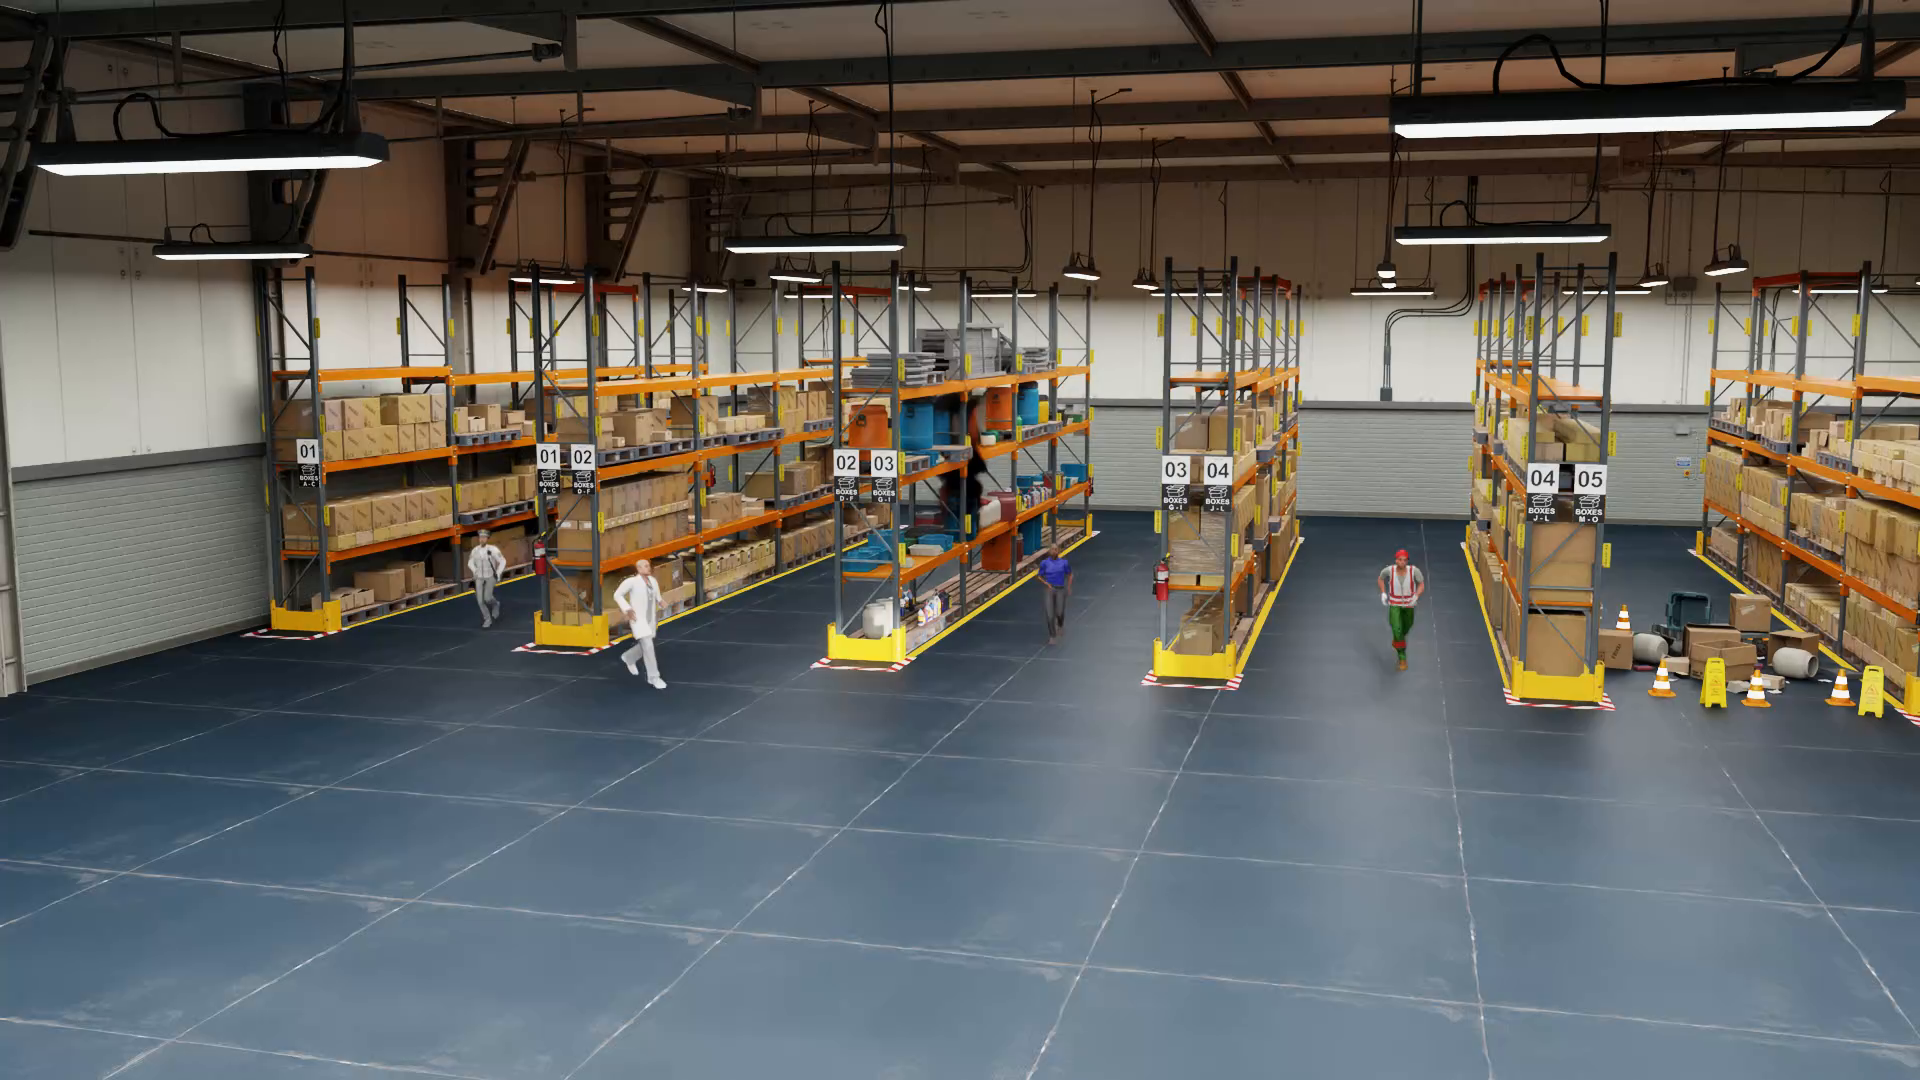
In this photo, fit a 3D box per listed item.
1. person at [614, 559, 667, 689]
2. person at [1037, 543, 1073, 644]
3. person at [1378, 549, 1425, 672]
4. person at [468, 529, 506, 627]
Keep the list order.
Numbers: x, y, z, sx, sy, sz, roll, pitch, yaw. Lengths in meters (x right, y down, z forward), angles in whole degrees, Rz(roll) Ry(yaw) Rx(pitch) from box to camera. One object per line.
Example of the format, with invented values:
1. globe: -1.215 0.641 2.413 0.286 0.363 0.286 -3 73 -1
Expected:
1. person: -4.500 1.192 23.434 1.048 1.700 0.711 5 9 35
2. person: 1.516 0.856 26.480 0.570 1.617 0.529 0 7 3
3. person: 6.584 0.992 24.849 0.659 1.771 1.121 1 7 7
4. person: -8.000 0.643 28.034 0.611 1.653 0.548 0 7 2
